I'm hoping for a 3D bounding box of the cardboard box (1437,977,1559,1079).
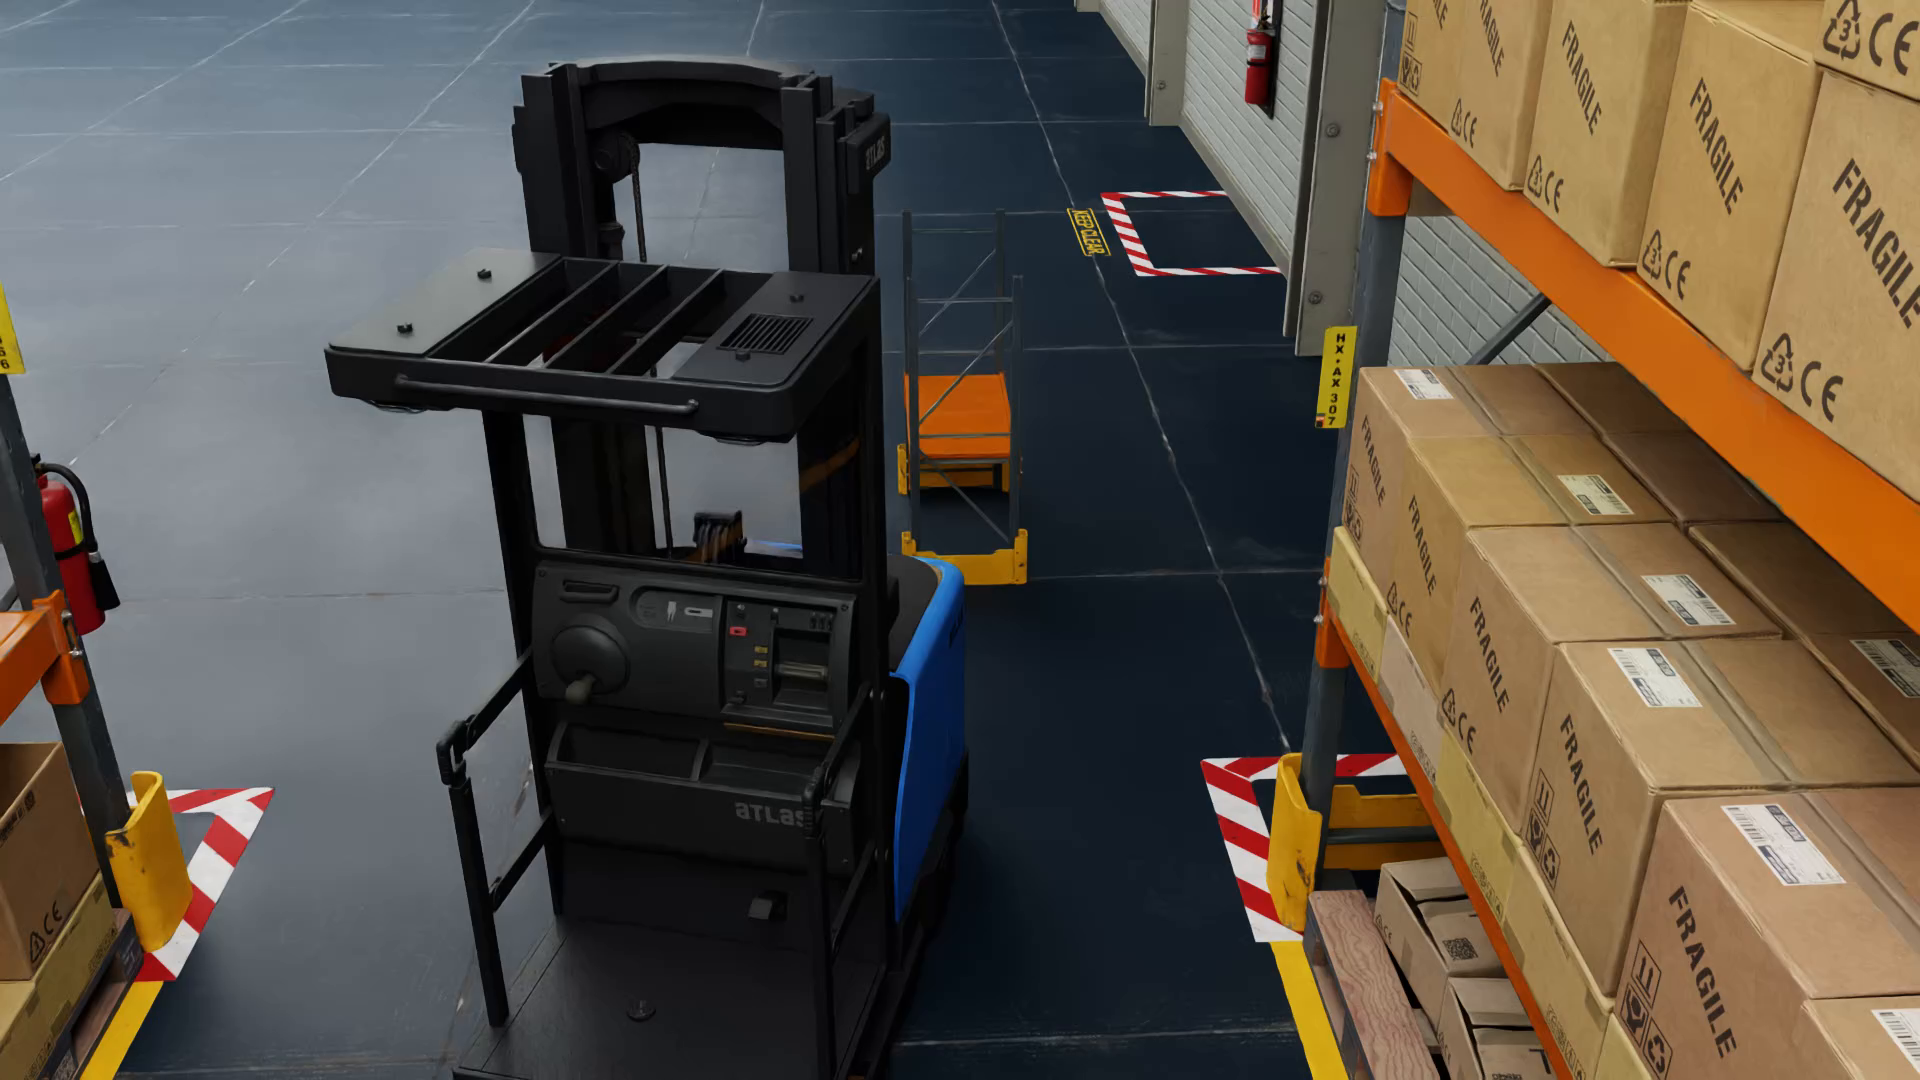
[{"bbox_3d":[1.653,1.465,4.630,0.500,0.311,0.500,1,28,2],"label":"cardboard box"}]

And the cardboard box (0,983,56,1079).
[{"bbox_3d":[-2.909,1.508,4.634,0.500,0.250,0.500,-1,28,-3],"label":"cardboard box"}]

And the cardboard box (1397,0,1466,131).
[{"bbox_3d":[1.444,-1.340,4.203,0.500,0.500,0.500,-1,28,-1],"label":"cardboard box"}]

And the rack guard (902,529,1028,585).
[{"bbox_3d":[0.022,0.084,7.819,0.587,0.250,0.087,-1,28,-3],"label":"rack guard"}]

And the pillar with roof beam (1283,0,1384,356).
[{"bbox_3d":[-2.035,-5.142,8.378,9.100,9.000,0.400,-1,28,-3],"label":"pillar with roof beam"}]

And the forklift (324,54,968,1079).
[{"bbox_3d":[-0.792,0.339,4.431,1.130,2.935,3.031,6,28,11],"label":"forklift"}]

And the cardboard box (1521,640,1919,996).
[{"bbox_3d":[1.477,0.541,3.299,0.500,0.500,0.500,-1,28,-1],"label":"cardboard box"}]

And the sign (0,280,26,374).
[{"bbox_3d":[-2.727,-0.621,4.689,0.100,0.325,0.005,-1,28,-3],"label":"sign"}]

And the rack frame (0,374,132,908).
[{"bbox_3d":[-3.270,0.004,4.999,1.000,3.000,0.127,-1,28,-3],"label":"rack frame"}]

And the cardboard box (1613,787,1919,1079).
[{"bbox_3d":[1.505,0.781,2.839,0.500,0.500,0.500,-2,28,-4],"label":"cardboard box"}]

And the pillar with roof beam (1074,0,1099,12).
[{"bbox_3d":[-2.662,-10.684,19.003,9.100,9.000,0.400,-1,28,-3],"label":"pillar with roof beam"}]

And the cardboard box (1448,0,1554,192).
[{"bbox_3d":[1.437,-1.091,3.725,0.500,0.500,0.500,0,28,1],"label":"cardboard box"}]

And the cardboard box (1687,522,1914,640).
[{"bbox_3d":[1.961,0.292,3.777,0.500,0.500,0.500,-2,28,-4],"label":"cardboard box"}]

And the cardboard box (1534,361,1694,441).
[{"bbox_3d":[1.914,-0.180,4.681,0.500,0.500,0.500,-2,28,-3],"label":"cardboard box"}]

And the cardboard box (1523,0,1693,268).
[{"bbox_3d":[1.468,-0.852,3.266,0.500,0.500,0.500,0,28,0],"label":"cardboard box"}]

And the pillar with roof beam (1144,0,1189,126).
[{"bbox_3d":[-2.349,-7.913,13.691,9.100,9.000,0.400,-1,28,-3],"label":"pillar with roof beam"}]

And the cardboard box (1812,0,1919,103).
[{"bbox_3d":[1.512,-0.815,2.115,0.500,0.500,0.500,-2,28,-4],"label":"cardboard box"}]

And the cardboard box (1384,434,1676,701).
[{"bbox_3d":[1.417,0.064,4.214,0.500,0.500,0.500,-1,28,-2],"label":"cardboard box"}]

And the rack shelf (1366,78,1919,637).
[{"bbox_3d":[1.781,-0.205,2.933,1.077,0.370,4.000,-1,28,-3],"label":"rack shelf"}]

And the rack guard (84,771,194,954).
[{"bbox_3d":[-3.271,1.101,5.598,1.175,0.500,0.348,-1,28,-3],"label":"rack guard"}]

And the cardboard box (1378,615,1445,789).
[{"bbox_3d":[1.426,0.413,4.356,0.500,0.250,0.500,-2,28,-4],"label":"cardboard box"}]

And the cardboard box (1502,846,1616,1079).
[{"bbox_3d":[1.471,0.881,3.457,0.500,0.250,0.500,-1,28,-2],"label":"cardboard box"}]

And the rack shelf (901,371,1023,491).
[{"bbox_3d":[-0.004,-0.545,8.062,0.538,0.185,1.000,-1,28,-3],"label":"rack shelf"}]

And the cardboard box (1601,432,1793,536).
[{"bbox_3d":[1.930,0.053,4.235,0.500,0.500,0.500,-1,28,-2],"label":"cardboard box"}]

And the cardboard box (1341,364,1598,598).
[{"bbox_3d":[1.401,-0.165,4.652,0.500,0.500,0.500,-1,28,-3],"label":"cardboard box"}]

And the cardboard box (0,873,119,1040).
[{"bbox_3d":[-2.947,1.277,5.077,0.500,0.250,0.500,-1,28,-3],"label":"cardboard box"}]

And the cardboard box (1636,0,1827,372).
[{"bbox_3d":[1.517,-0.605,2.792,0.500,0.500,0.500,0,28,1],"label":"cardboard box"}]

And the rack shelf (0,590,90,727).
[{"bbox_3d":[-3.166,1.246,3.395,1.077,0.370,4.000,-1,28,-3],"label":"rack shelf"}]

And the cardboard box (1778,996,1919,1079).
[{"bbox_3d":[1.520,1.014,2.392,0.500,0.500,0.500,-2,28,-3],"label":"cardboard box"}]

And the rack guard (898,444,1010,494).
[{"bbox_3d":[-0.030,-0.376,8.701,0.587,0.250,0.087,-1,28,-3],"label":"rack guard"}]

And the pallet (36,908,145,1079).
[{"bbox_3d":[-3.188,1.592,4.969,1.003,0.211,1.213,-1,28,-3],"label":"pallet"}]

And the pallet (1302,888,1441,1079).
[{"bbox_3d":[1.688,1.530,5.088,1.003,0.211,1.213,-1,28,-3],"label":"pallet"}]

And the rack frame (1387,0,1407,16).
[{"bbox_3d":[1.677,-2.777,3.844,1.000,3.000,0.127,-1,28,-3],"label":"rack frame"}]

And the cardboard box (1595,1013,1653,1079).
[{"bbox_3d":[1.499,1.114,3.011,0.500,0.250,0.500,-2,28,-3],"label":"cardboard box"}]

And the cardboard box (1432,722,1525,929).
[{"bbox_3d":[1.447,0.648,3.904,0.500,0.250,0.500,-2,28,-3],"label":"cardboard box"}]

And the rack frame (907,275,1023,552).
[{"bbox_3d":[0.022,-0.470,7.529,0.500,1.500,0.032,-1,28,-3],"label":"rack frame"}]

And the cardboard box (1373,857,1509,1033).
[{"bbox_3d":[1.623,1.201,5.135,0.500,0.311,0.500,-4,28,-8],"label":"cardboard box"}]

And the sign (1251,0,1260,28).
[{"bbox_3d":[2.247,-4.002,12.641,0.001,0.329,0.234,-1,28,-3],"label":"sign"}]

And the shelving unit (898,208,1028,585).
[{"bbox_3d":[-0.004,-0.700,7.971,0.587,1.500,1.083,-1,28,-3],"label":"shelving unit"}]

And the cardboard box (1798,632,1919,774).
[{"bbox_3d":[1.988,0.524,3.331,0.500,0.500,0.500,-1,28,-2],"label":"cardboard box"}]

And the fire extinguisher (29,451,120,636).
[{"bbox_3d":[-2.812,-0.028,5.143,0.296,0.674,0.183,-1,28,-3],"label":"fire extinguisher"}]

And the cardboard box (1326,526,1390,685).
[{"bbox_3d":[1.385,0.173,4.815,0.500,0.250,0.500,-2,28,-4],"label":"cardboard box"}]

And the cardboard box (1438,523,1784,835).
[{"bbox_3d":[1.438,0.303,3.756,0.500,0.500,0.500,-2,28,-4],"label":"cardboard box"}]

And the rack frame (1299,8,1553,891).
[{"bbox_3d":[1.677,-0.118,5.232,1.000,3.000,0.127,-1,28,-3],"label":"rack frame"}]

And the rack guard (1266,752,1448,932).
[{"bbox_3d":[1.681,1.026,5.742,1.175,0.500,0.348,-1,28,-3],"label":"rack guard"}]

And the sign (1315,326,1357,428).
[{"bbox_3d":[1.135,-0.488,5.006,0.100,0.325,0.005,-1,28,-3],"label":"sign"}]

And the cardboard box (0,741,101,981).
[{"bbox_3d":[-2.945,0.945,4.903,0.500,0.500,0.500,-1,28,-3],"label":"cardboard box"}]

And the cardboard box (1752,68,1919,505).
[{"bbox_3d":[1.532,-0.370,2.341,0.500,0.500,0.500,-2,28,-5],"label":"cardboard box"}]

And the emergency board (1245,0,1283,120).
[{"bbox_3d":[2.173,-3.728,12.154,0.194,1.169,0.643,-1,28,-3],"label":"emergency board"}]

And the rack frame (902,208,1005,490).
[{"bbox_3d":[-0.031,-0.939,8.429,0.500,1.500,0.032,-1,28,-3],"label":"rack frame"}]

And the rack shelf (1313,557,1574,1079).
[{"bbox_3d":[1.781,1.125,3.627,1.077,0.370,4.000,-1,28,-3],"label":"rack shelf"}]

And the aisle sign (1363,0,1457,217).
[{"bbox_3d":[1.373,-1.296,4.680,0.394,0.787,0.004,-1,28,-3],"label":"aisle sign"}]
